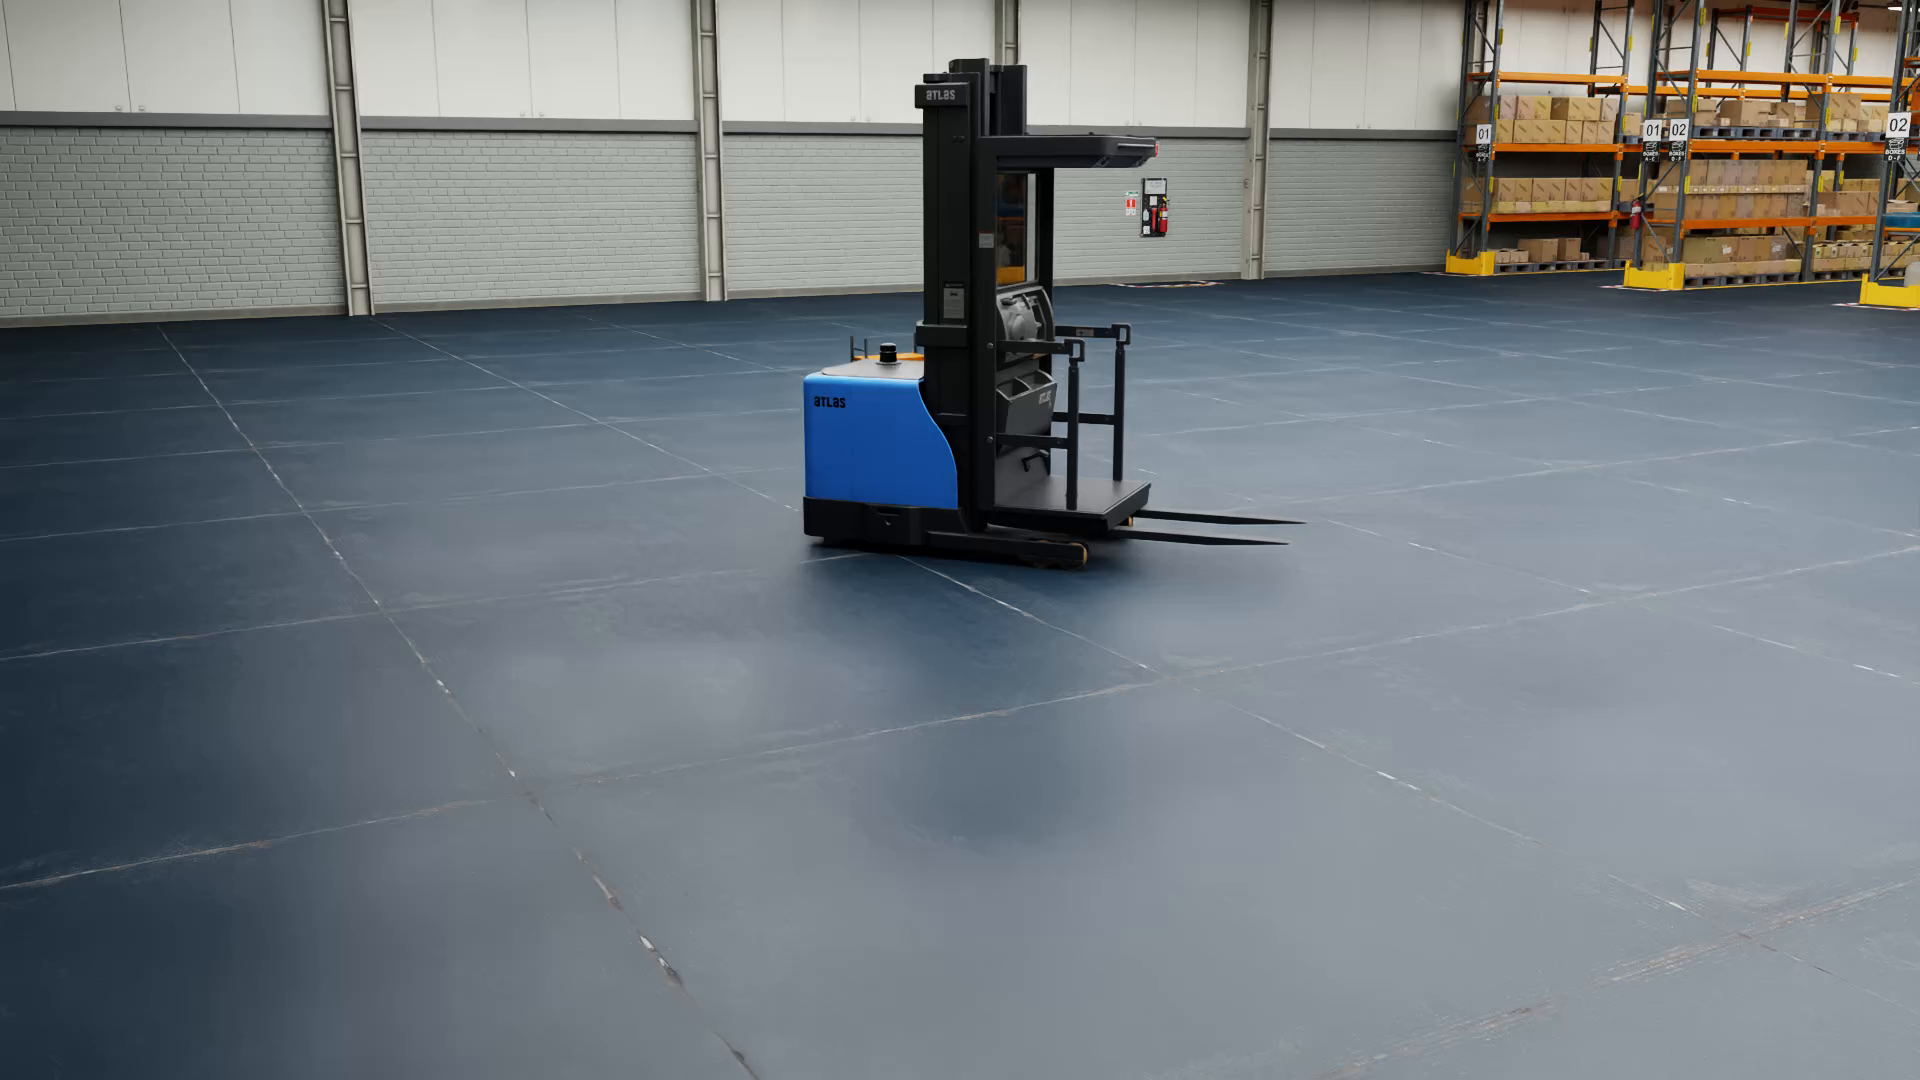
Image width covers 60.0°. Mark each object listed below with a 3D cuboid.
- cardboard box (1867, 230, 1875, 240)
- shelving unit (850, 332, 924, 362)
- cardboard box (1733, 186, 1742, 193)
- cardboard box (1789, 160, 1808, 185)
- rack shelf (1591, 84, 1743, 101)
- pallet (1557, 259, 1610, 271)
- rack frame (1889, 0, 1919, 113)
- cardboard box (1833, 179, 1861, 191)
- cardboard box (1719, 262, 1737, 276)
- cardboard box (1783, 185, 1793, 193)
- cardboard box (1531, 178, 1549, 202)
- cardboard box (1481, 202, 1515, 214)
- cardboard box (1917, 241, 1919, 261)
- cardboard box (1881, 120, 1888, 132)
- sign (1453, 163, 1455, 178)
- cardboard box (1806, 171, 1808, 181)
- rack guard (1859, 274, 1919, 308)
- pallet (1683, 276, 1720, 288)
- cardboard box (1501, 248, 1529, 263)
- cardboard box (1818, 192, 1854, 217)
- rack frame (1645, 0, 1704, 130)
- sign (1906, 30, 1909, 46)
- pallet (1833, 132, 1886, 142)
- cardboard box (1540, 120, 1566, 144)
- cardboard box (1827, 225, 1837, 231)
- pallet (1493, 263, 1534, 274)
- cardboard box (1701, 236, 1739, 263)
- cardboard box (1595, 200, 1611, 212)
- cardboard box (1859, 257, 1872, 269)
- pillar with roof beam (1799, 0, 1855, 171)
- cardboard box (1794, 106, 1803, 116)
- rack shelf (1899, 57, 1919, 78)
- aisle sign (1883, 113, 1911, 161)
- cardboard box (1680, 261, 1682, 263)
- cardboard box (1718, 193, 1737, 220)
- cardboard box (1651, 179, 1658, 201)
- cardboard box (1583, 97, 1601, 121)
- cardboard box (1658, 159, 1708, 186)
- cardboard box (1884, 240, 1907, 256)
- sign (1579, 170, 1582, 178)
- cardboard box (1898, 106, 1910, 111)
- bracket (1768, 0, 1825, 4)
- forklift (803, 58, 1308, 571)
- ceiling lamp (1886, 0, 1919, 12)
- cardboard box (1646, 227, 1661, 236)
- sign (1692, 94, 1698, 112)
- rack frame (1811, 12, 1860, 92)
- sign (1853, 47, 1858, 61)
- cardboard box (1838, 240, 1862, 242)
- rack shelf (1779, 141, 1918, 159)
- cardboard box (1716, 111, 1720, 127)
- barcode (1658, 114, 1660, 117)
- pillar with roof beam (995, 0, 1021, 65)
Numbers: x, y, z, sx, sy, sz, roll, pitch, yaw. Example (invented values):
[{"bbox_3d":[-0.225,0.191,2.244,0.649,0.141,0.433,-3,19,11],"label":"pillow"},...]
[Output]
[{"bbox_3d":[23.365,-7.786,43.110,0.500,0.500,0.700,-6,14,-27],"label":"cardboard box"},{"bbox_3d":[-0.469,-0.810,11.473,0.503,1.200,0.258,-7,14,-29],"label":"shelving unit"},{"bbox_3d":[15.186,-6.920,32.821,0.250,0.149,0.380,-7,14,-29],"label":"cardboard box"},{"bbox_3d":[16.734,-7.474,33.804,0.500,0.500,0.700,-7,14,-28],"label":"cardboard box"},{"bbox_3d":[16.499,-10.385,38.809,4.000,0.370,1.077,-7,14,-28],"label":"rack shelf"},{"bbox_3d":[14.171,-6.356,38.372,1.213,0.211,1.003,-7,14,-28],"label":"pallet"},{"bbox_3d":[15.979,-8.391,27.398,0.127,3.000,1.000,-7,14,-28],"label":"rack frame"},{"bbox_3d":[22.249,-8.836,42.356,0.700,0.700,0.980,-7,14,-27],"label":"cardboard box"},{"bbox_3d":[15.063,-5.402,33.086,0.500,0.250,0.500,-7,14,-28],"label":"cardboard box"},{"bbox_3d":[16.537,-7.082,33.539,0.250,0.149,0.380,-7,15,-30],"label":"cardboard box"},{"bbox_3d":[12.690,-7.771,36.897,0.500,0.500,0.500,-7,15,-30],"label":"cardboard box"},{"bbox_3d":[11.813,-7.300,36.511,0.500,0.250,0.500,-7,15,-29],"label":"cardboard box"},{"bbox_3d":[21.167,-6.249,36.234,0.500,0.500,0.500,-6,14,-25],"label":"cardboard box"},{"bbox_3d":[19.301,-8.681,34.902,0.500,0.250,0.500,-7,15,-29],"label":"cardboard box"},{"bbox_3d":[10.984,-8.201,36.863,0.005,0.325,0.100,-7,14,-28],"label":"sign"},{"bbox_3d":[20.577,-9.001,41.115,0.500,0.250,0.500,-7,14,-27],"label":"cardboard box"},{"bbox_3d":[16.023,-4.262,28.407,0.348,0.500,1.175,-7,14,-28],"label":"rack guard"},{"bbox_3d":[14.260,-5.147,32.999,1.213,0.211,1.003,-7,14,-28],"label":"pallet"},{"bbox_3d":[12.383,-6.392,37.300,0.500,0.311,0.500,-6,14,-23],"label":"cardboard box"},{"bbox_3d":[18.264,-7.022,34.750,0.500,0.500,0.500,-6,14,-24],"label":"cardboard box"},{"bbox_3d":[13.609,-9.346,31.641,0.127,3.000,1.000,-7,14,-28],"label":"rack frame"},{"bbox_3d":[20.362,-10.785,35.730,0.005,0.325,0.100,-7,14,-28],"label":"sign"},{"bbox_3d":[19.098,-8.425,34.812,1.213,0.211,1.003,-6,14,-25],"label":"pallet"},{"bbox_3d":[13.048,-9.048,36.875,0.500,0.500,0.500,-6,14,-24],"label":"cardboard box"},{"bbox_3d":[22.248,-8.019,42.671,0.250,0.149,0.380,-7,14,-28],"label":"cardboard box"},{"bbox_3d":[12.029,-6.100,37.231,1.213,0.211,1.003,-7,14,-28],"label":"pallet"},{"bbox_3d":[15.057,-5.770,33.014,0.500,0.500,0.500,-7,14,-28],"label":"cardboard box"},{"bbox_3d":[14.473,-7.622,37.943,0.500,0.250,0.500,-7,14,-28],"label":"cardboard box"},{"bbox_3d":[18.942,-5.860,35.121,0.500,0.250,0.500,-7,14,-27],"label":"cardboard box"},{"bbox_3d":[24.028,-10.973,38.872,0.548,9.000,9.100,-7,14,-28],"label":"pillar with roof beam"},{"bbox_3d":[20.453,-10.600,41.109,0.500,0.250,0.500,-7,15,-30],"label":"cardboard box"},{"bbox_3d":[17.735,-8.055,28.456,4.000,0.370,1.077,-7,14,-28],"label":"rack shelf"},{"bbox_3d":[15.774,-6.782,27.992,0.004,0.787,0.394,-7,14,-28],"label":"aisle sign"},{"bbox_3d":[14.371,-5.451,33.303,0.500,0.250,0.500,-7,14,-28],"label":"cardboard box"},{"bbox_3d":[14.922,-6.622,32.973,0.500,0.500,0.700,-7,14,-27],"label":"cardboard box"},{"bbox_3d":[16.263,-8.237,39.149,0.500,0.500,0.700,-5,14,-20],"label":"cardboard box"},{"bbox_3d":[13.955,-9.639,37.225,0.500,0.500,0.500,-6,14,-25],"label":"cardboard box"},{"bbox_3d":[14.071,-7.153,32.379,0.500,0.500,0.700,-7,14,-28],"label":"cardboard box"},{"bbox_3d":[19.836,-6.239,35.530,0.500,0.311,0.500,-7,14,-29],"label":"cardboard box"},{"bbox_3d":[14.474,-8.466,38.756,0.005,0.325,0.100,-7,14,-28],"label":"sign"},{"bbox_3d":[23.866,-10.830,42.516,0.500,0.500,0.500,-8,15,-30],"label":"cardboard box"},{"bbox_3d":[19.494,-13.174,40.453,4.783,0.066,0.076,-7,14,-28],"label":"bracket"},{"bbox_3d":[0.587,-1.380,10.067,3.031,2.935,1.130,5,14,21],"label":"forklift"},{"bbox_3d":[22.377,-13.782,38.057,2.000,3.185,0.800,-7,14,-28],"label":"ceiling lamp"},{"bbox_3d":[16.221,-7.338,39.367,0.500,0.250,0.500,-7,15,-29],"label":"cardboard box"},{"bbox_3d":[13.870,-8.240,31.388,0.005,0.325,0.100,-7,14,-28],"label":"sign"},{"bbox_3d":[21.765,-11.563,41.491,0.127,3.000,1.000,-7,14,-28],"label":"rack frame"},{"bbox_3d":[22.036,-11.954,40.921,0.005,0.325,0.100,-7,14,-28],"label":"sign"},{"bbox_3d":[19.125,-6.289,35.751,0.500,0.311,0.500,-7,15,-29],"label":"cardboard box"},{"bbox_3d":[18.875,-8.163,34.854,4.000,0.370,1.077,-7,14,-28],"label":"rack shelf"},{"bbox_3d":[14.982,-8.343,32.943,0.500,0.311,0.500,-5,14,-21],"label":"cardboard box"},{"bbox_3d":[13.643,-8.290,32.461,0.075,0.075,0.001,-7,14,-28],"label":"barcode"},{"bbox_3d":[2.962,-8.448,27.654,0.400,9.000,9.100,-7,14,-28],"label":"pillar with roof beam"}]
